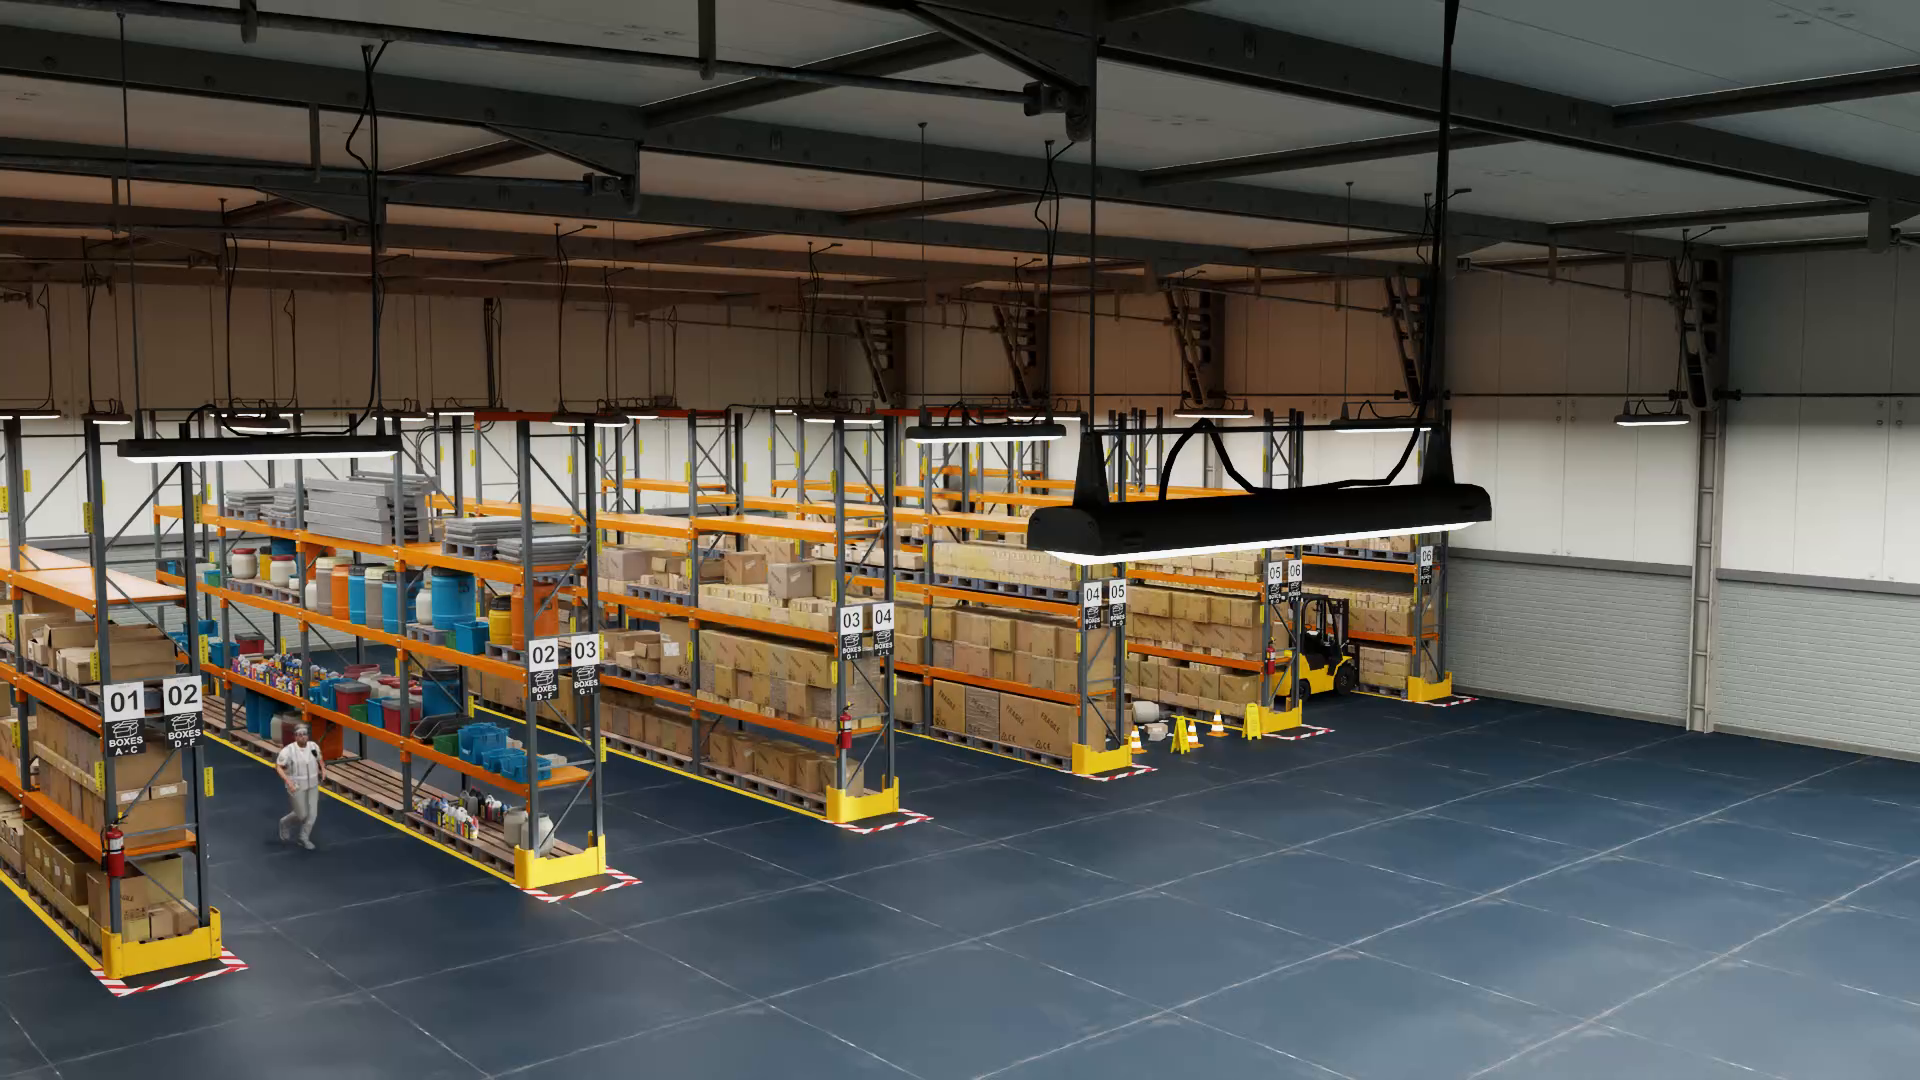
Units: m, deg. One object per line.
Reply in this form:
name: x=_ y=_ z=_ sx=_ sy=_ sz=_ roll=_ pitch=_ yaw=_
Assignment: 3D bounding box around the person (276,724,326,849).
person: x=-9.195 y=3.428 z=23.269 sx=0.647 sy=1.751 sz=0.653 roll=4 pitch=7 yaw=41
